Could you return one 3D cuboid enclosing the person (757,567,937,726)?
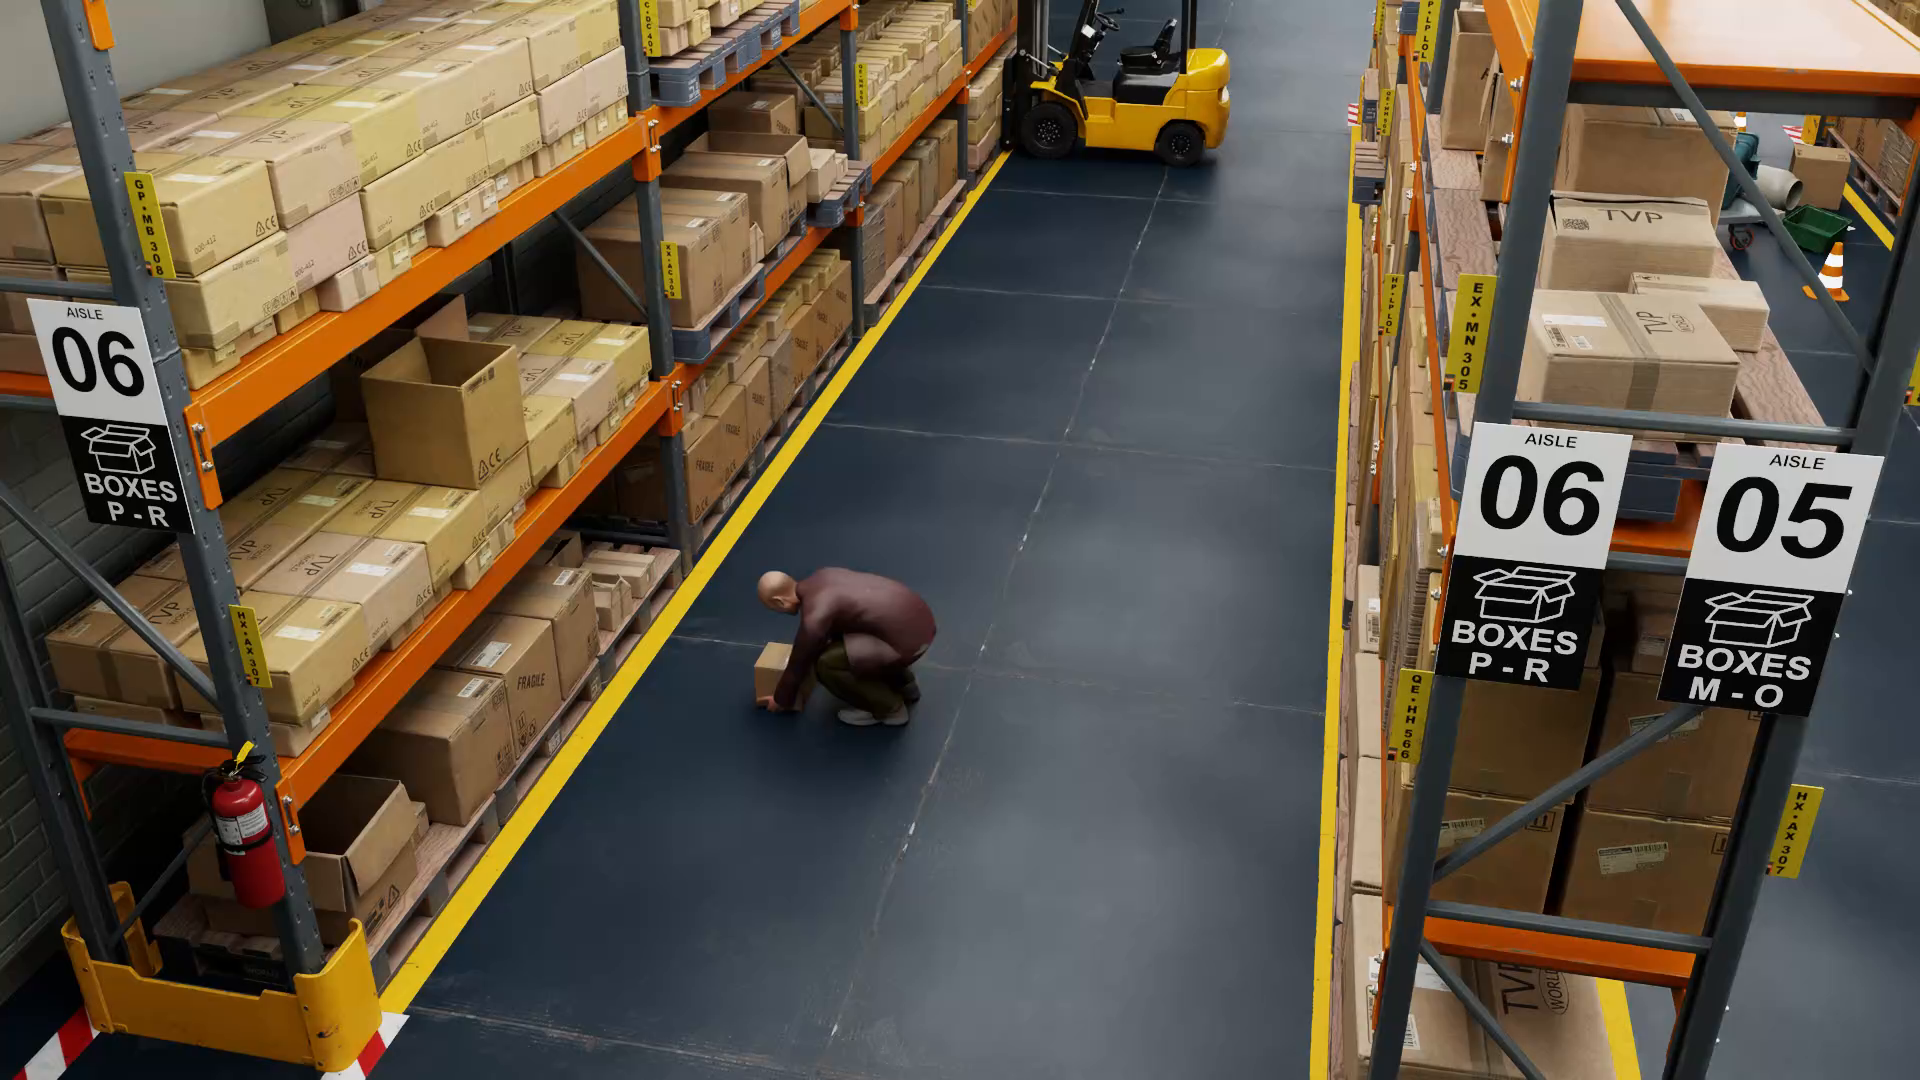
[{"bbox_3d":[-0.589,0.544,8.723,0.941,0.816,0.560,5,29,10],"label":"person"}]
